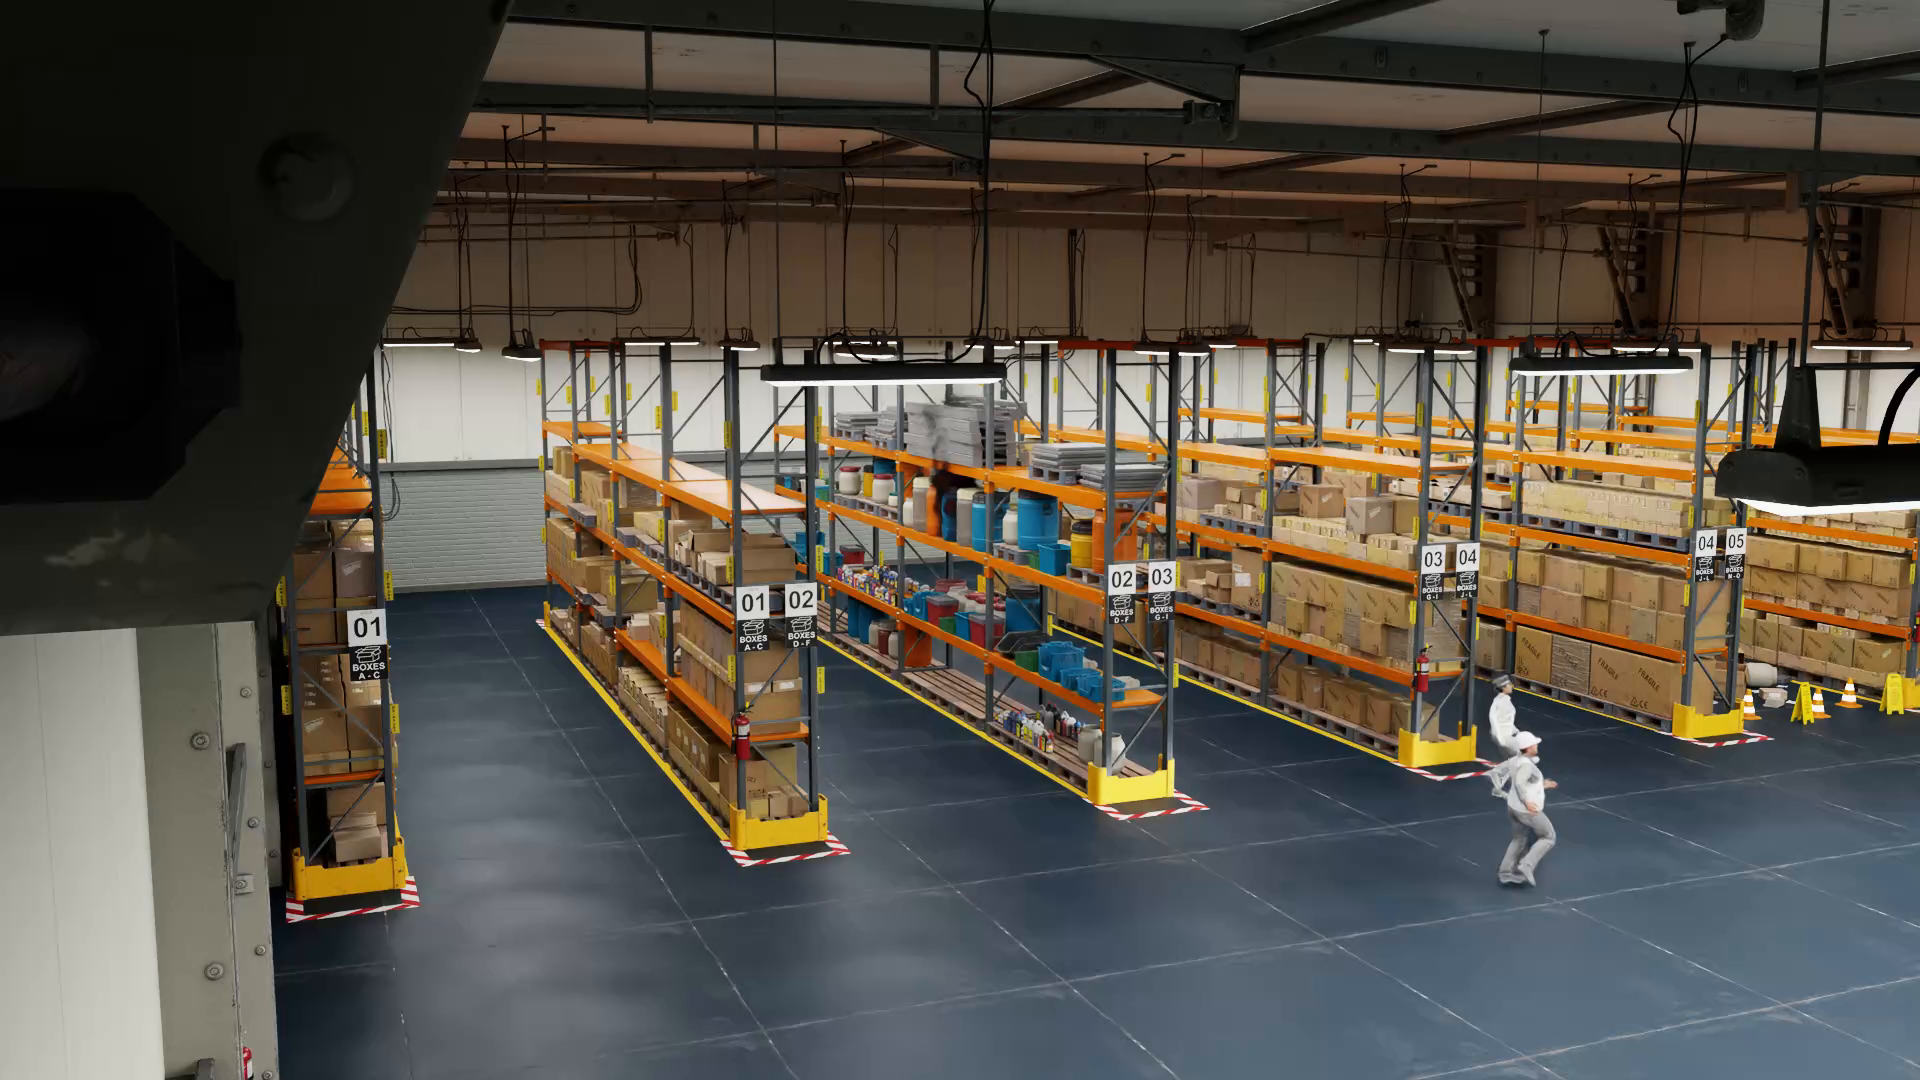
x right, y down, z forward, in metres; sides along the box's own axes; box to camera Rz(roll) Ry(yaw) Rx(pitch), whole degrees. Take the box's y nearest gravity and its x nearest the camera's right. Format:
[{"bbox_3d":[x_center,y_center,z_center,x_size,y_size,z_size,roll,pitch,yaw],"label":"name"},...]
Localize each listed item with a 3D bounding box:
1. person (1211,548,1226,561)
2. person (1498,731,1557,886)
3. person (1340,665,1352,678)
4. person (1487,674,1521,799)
[{"bbox_3d":[6.560,0.050,42.153,0.587,1.610,0.577,-3,8,-24],"label":"person"},{"bbox_3d":[6.419,3.023,18.748,0.642,1.751,0.644,-1,7,-7],"label":"person"},{"bbox_3d":[6.968,1.623,29.656,0.667,1.751,0.504,-3,8,-25],"label":"person"},{"bbox_3d":[7.367,2.624,22.387,0.499,1.620,0.638,2,8,16],"label":"person"}]
